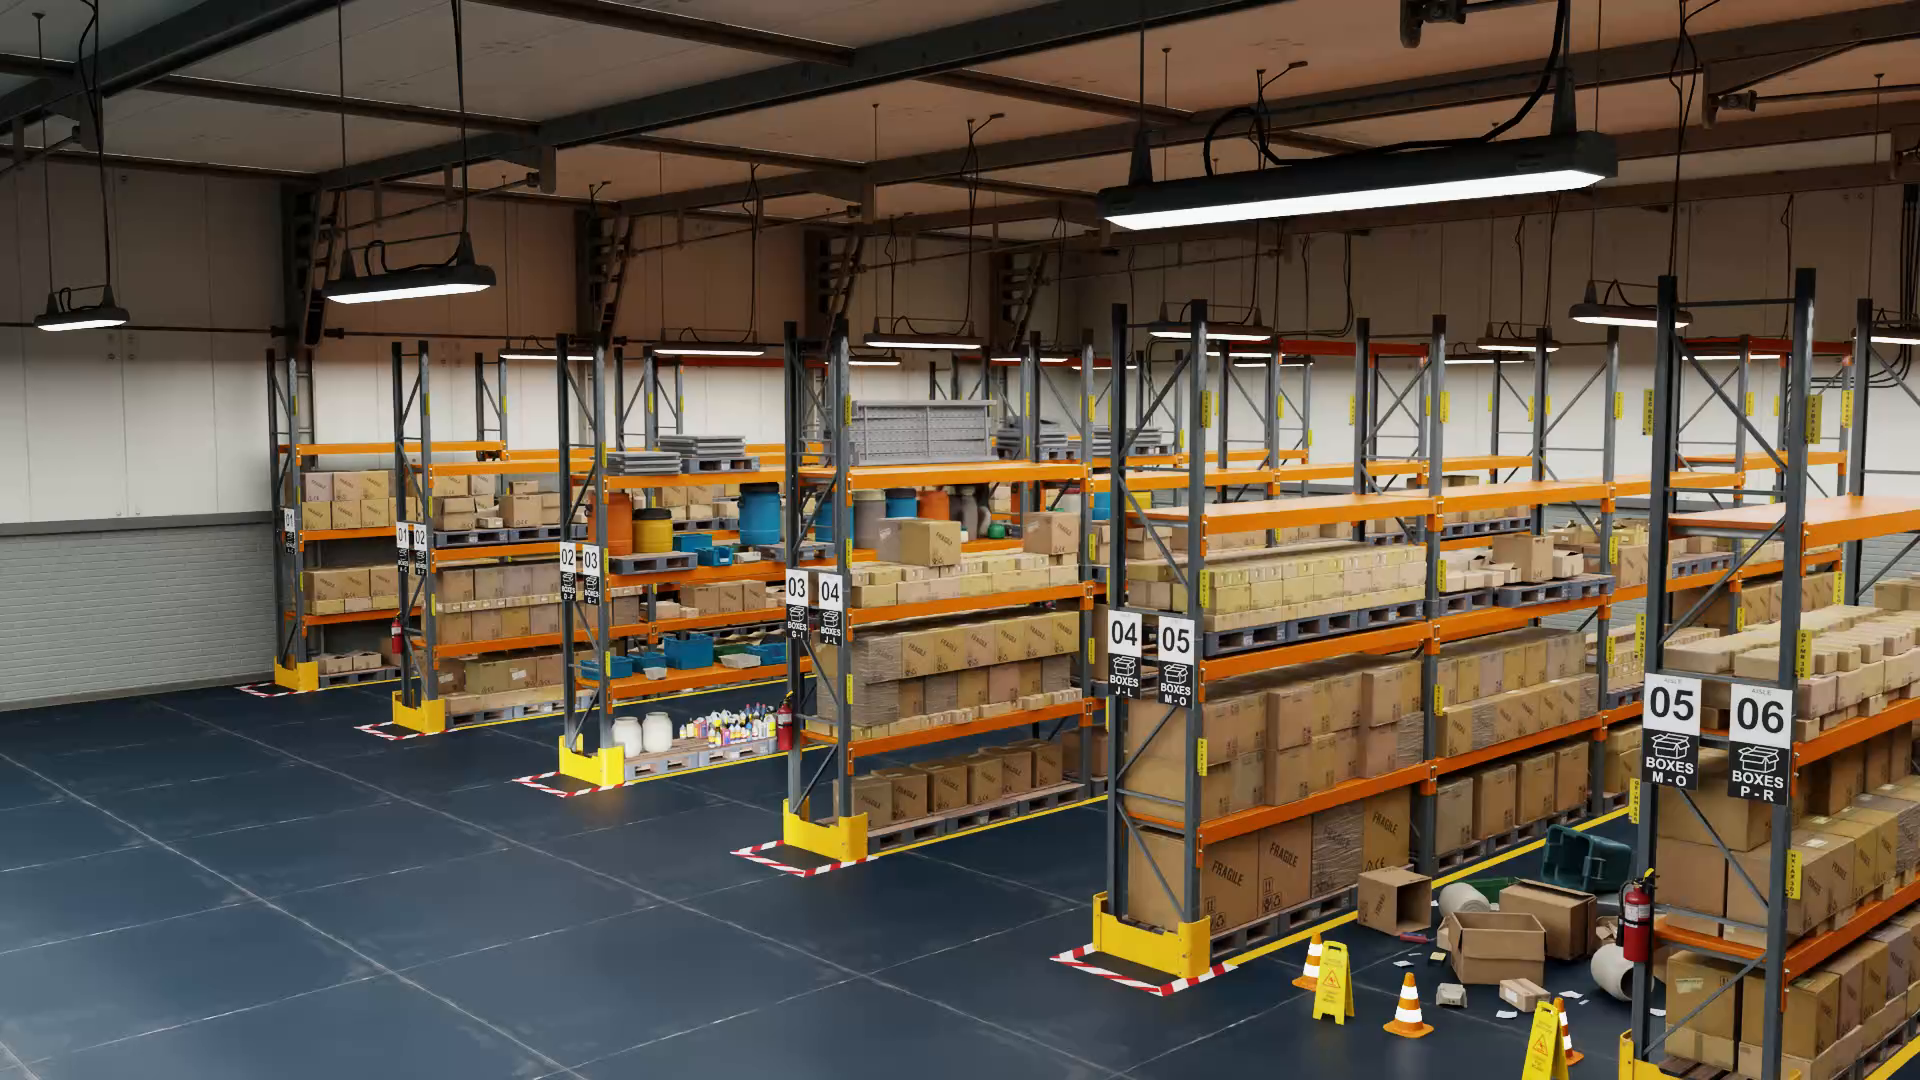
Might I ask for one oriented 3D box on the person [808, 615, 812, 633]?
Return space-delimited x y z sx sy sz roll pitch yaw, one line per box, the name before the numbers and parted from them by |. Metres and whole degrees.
person | -3.136 1.440 33.276 0.941 1.651 0.607 -5 7 -44
